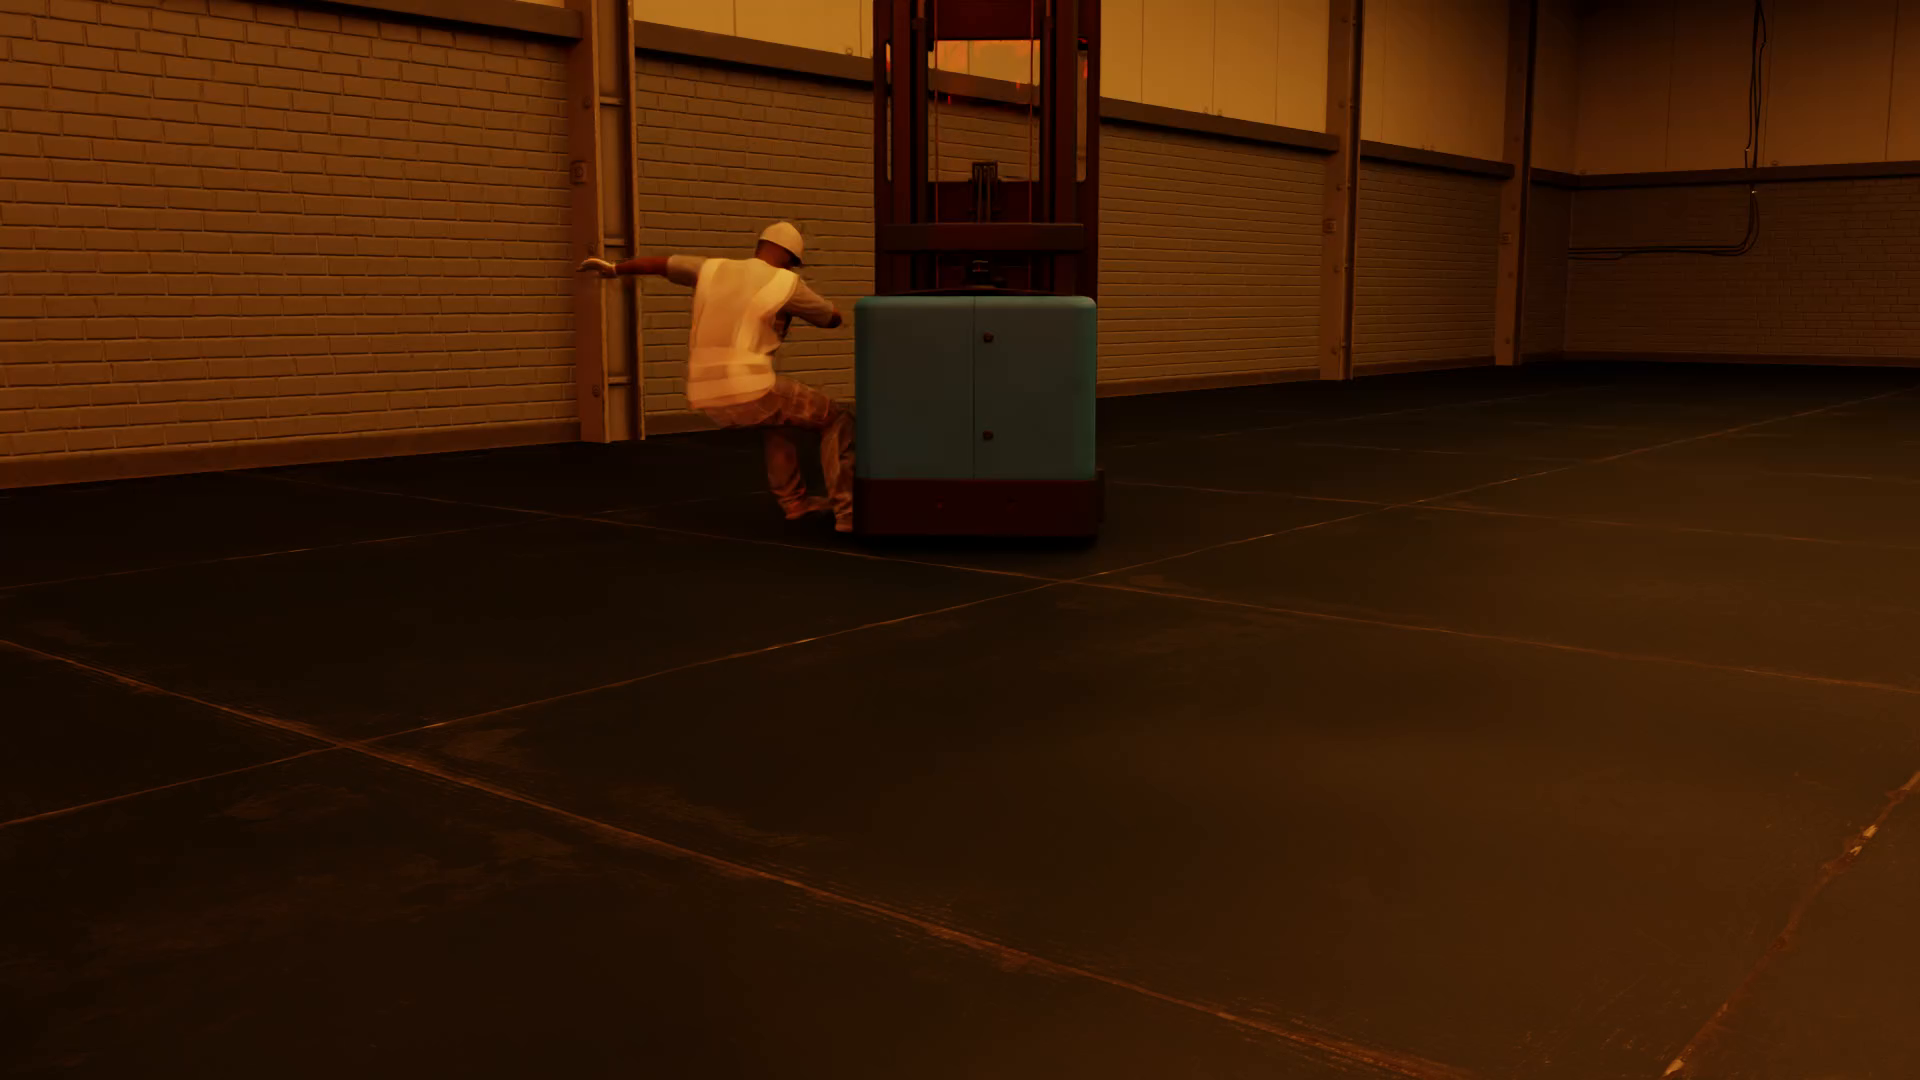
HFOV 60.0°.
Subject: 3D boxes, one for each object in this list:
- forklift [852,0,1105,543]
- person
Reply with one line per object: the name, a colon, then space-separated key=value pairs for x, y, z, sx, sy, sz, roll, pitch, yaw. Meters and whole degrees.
forklift: x=0.143 y=-1.615 z=8.317 sx=1.130 sy=2.935 sz=3.031 roll=0 pitch=8 yaw=3
person: x=-1.036 y=-0.742 z=7.666 sx=1.430 sy=1.430 sz=0.742 roll=5 pitch=10 yaw=30
